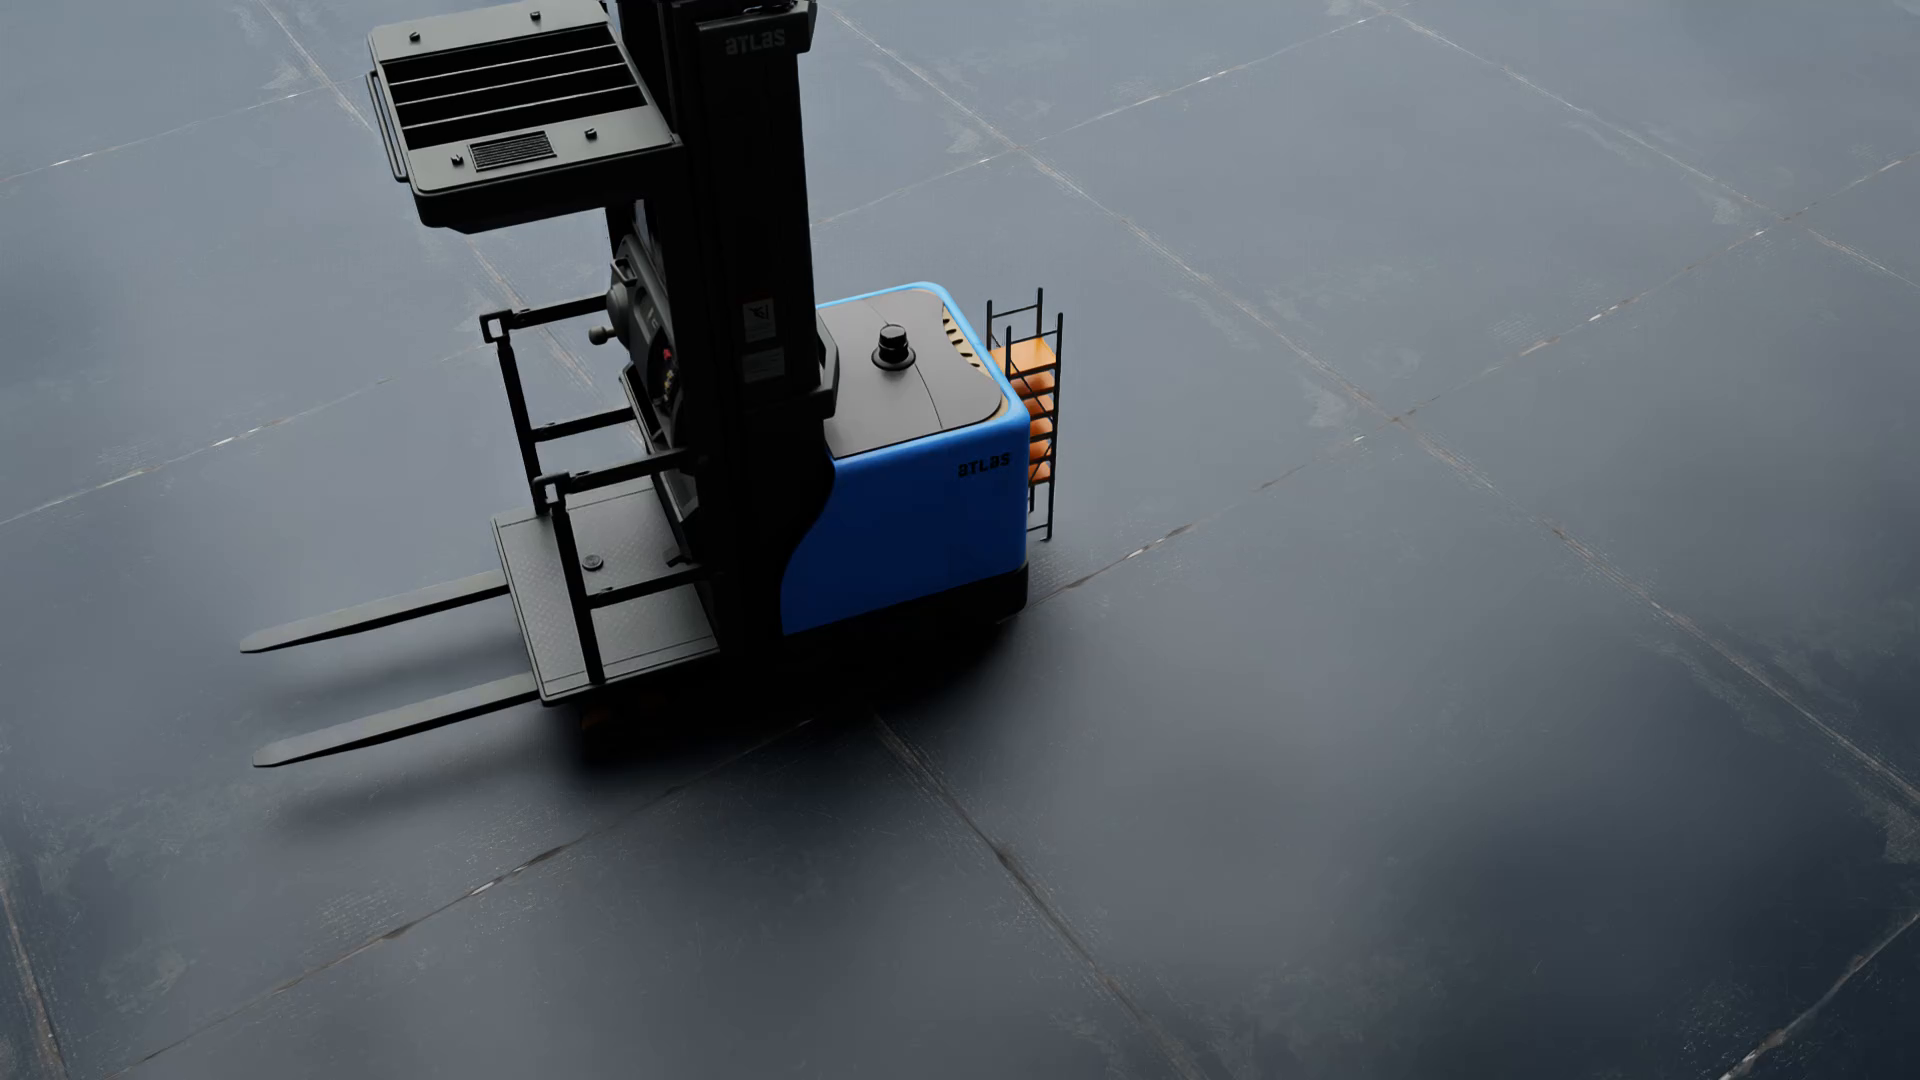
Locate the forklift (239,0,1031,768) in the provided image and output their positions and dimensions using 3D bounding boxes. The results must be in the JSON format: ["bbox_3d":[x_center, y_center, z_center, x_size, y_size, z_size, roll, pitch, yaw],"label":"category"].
[{"bbox_3d":[-1.290,-0.675,5.825,3.031,2.935,1.130,-15,46,-16],"label":"forklift"}]

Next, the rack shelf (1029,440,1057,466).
[{"bbox_3d":[0.252,-0.352,6.979,0.258,0.103,0.180,-16,46,-17],"label":"rack shelf"}]

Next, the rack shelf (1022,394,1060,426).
[{"bbox_3d":[0.252,-0.526,6.814,0.258,0.103,0.180,-16,46,-17],"label":"rack shelf"}]

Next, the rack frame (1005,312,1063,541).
[{"bbox_3d":[0.288,-0.413,6.805,0.240,1.200,0.006,-16,46,-17],"label":"rack frame"}]

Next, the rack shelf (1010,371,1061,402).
[{"bbox_3d":[0.252,-0.613,6.731,0.258,0.103,0.180,-16,46,-17],"label":"rack shelf"}]

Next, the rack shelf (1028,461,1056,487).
[{"bbox_3d":[0.252,-0.266,7.062,0.258,0.103,0.180,-16,46,-17],"label":"rack shelf"}]

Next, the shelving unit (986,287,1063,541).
[{"bbox_3d":[0.252,-0.471,6.866,0.258,1.200,0.189,-16,46,-17],"label":"shelving unit"}]

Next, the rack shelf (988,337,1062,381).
[{"bbox_3d":[0.252,-0.700,6.648,0.258,0.103,0.180,-16,46,-17],"label":"rack shelf"}]

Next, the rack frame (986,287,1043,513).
[{"bbox_3d":[0.216,-0.529,6.927,0.240,1.200,0.006,-16,46,-17],"label":"rack frame"}]

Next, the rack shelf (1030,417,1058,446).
[{"bbox_3d":[0.252,-0.439,6.896,0.258,0.103,0.180,-16,46,-17],"label":"rack shelf"}]
